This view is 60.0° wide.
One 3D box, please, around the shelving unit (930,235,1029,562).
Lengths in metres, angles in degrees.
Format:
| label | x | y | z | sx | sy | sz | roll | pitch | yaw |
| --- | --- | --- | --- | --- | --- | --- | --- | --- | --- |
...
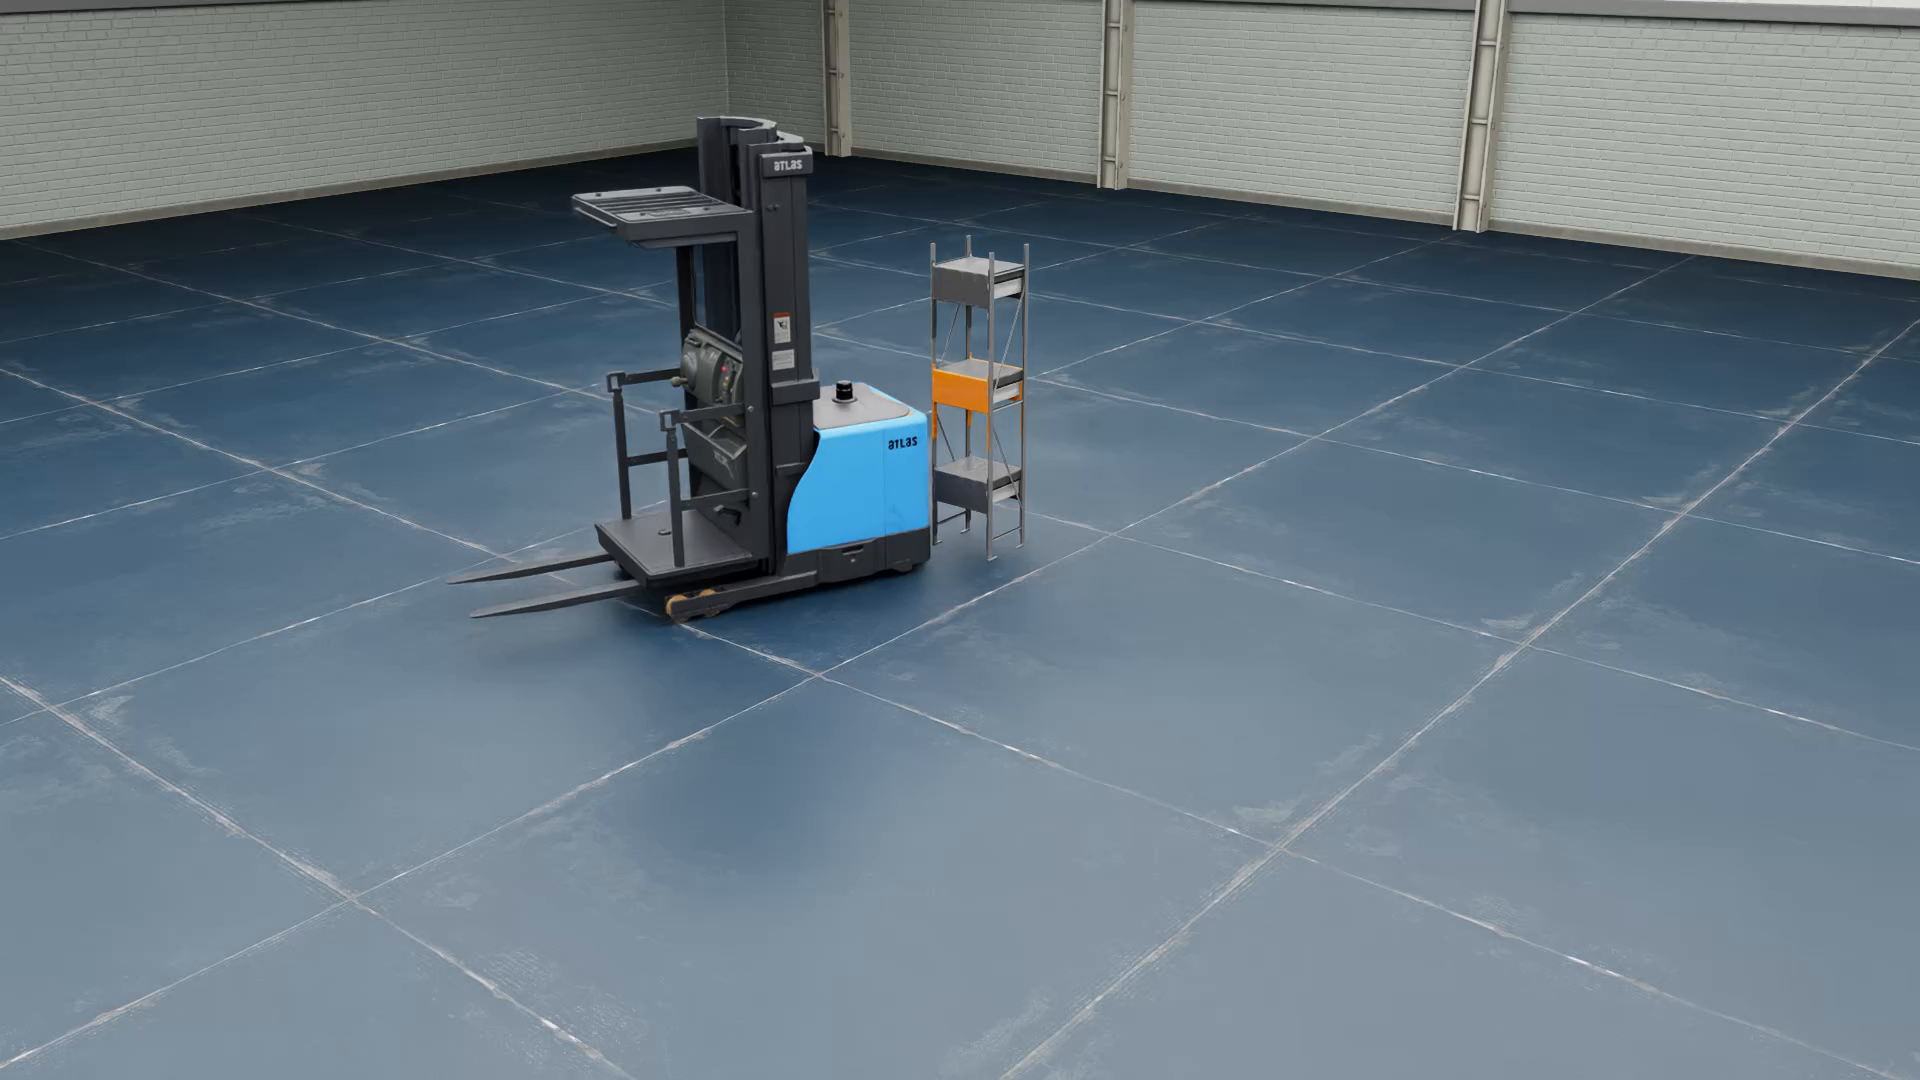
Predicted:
| label | x | y | z | sx | sy | sz | roll | pitch | yaw |
| --- | --- | --- | --- | --- | --- | --- | --- | --- | --- |
| shelving unit | 0.128 | -0.946 | 11.200 | 0.503 | 2.100 | 0.431 | 16 | 26 | 36 |

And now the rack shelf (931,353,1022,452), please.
| label | x | y | z | sx | sy | sz | roll | pitch | yaw |
| --- | --- | --- | --- | --- | --- | --- | --- | --- | --- |
| rack shelf | 0.128 | -0.933 | 11.205 | 0.480 | 0.518 | 0.431 | 16 | 26 | 36 |

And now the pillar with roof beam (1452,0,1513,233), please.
| label | x | y | z | sx | sy | sz | roll | pitch | yaw |
| --- | --- | --- | --- | --- | --- | --- | --- | --- | --- |
| pillar with roof beam | 4.369 | -7.346 | 18.394 | 0.400 | 9.000 | 9.100 | 16 | 26 | 36 |

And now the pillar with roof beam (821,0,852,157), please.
| label | x | y | z | sx | sy | sz | roll | pitch | yaw |
| --- | --- | --- | --- | --- | --- | --- | --- | --- | --- |
| pillar with roof beam | -4.928 | -10.023 | 25.494 | 0.400 | 9.000 | 9.100 | 16 | 26 | 36 |

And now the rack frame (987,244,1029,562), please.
| label | x | y | z | sx | sy | sz | roll | pitch | yaw |
| --- | --- | --- | --- | --- | --- | --- | --- | --- | --- |
| rack frame | 0.317 | -0.891 | 11.055 | 0.015 | 2.100 | 0.400 | 16 | 26 | 36 |

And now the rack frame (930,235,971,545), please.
| label | x | y | z | sx | sy | sz | roll | pitch | yaw |
| --- | --- | --- | --- | --- | --- | --- | --- | --- | --- |
| rack frame | -0.061 | -1.000 | 11.344 | 0.015 | 2.100 | 0.400 | 16 | 26 | 36 |

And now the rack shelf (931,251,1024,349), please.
| label | x | y | z | sx | sy | sz | roll | pitch | yaw |
| --- | --- | --- | --- | --- | --- | --- | --- | --- | --- |
| rack shelf | 0.128 | -1.588 | 10.958 | 0.480 | 0.518 | 0.431 | 16 | 26 | 36 |

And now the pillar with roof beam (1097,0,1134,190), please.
| label | x | y | z | sx | sy | sz | roll | pitch | yaw |
| --- | --- | --- | --- | --- | --- | --- | --- | --- | --- |
| pillar with roof beam | -0.280 | -8.684 | 21.944 | 0.400 | 9.000 | 9.100 | 16 | 26 | 36 |

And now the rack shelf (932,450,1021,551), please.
| label | x | y | z | sx | sy | sz | roll | pitch | yaw |
| --- | --- | --- | --- | --- | --- | --- | --- | --- | --- |
| rack shelf | 0.128 | -0.278 | 11.452 | 0.480 | 0.518 | 0.431 | 16 | 26 | 36 |

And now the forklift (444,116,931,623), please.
| label | x | y | z | sx | sy | sz | roll | pitch | yaw |
| --- | --- | --- | --- | --- | --- | --- | --- | --- | --- |
| forklift | -1.735 | -1.072 | 10.357 | 3.031 | 2.935 | 1.130 | -11 | 23 | -27 |
